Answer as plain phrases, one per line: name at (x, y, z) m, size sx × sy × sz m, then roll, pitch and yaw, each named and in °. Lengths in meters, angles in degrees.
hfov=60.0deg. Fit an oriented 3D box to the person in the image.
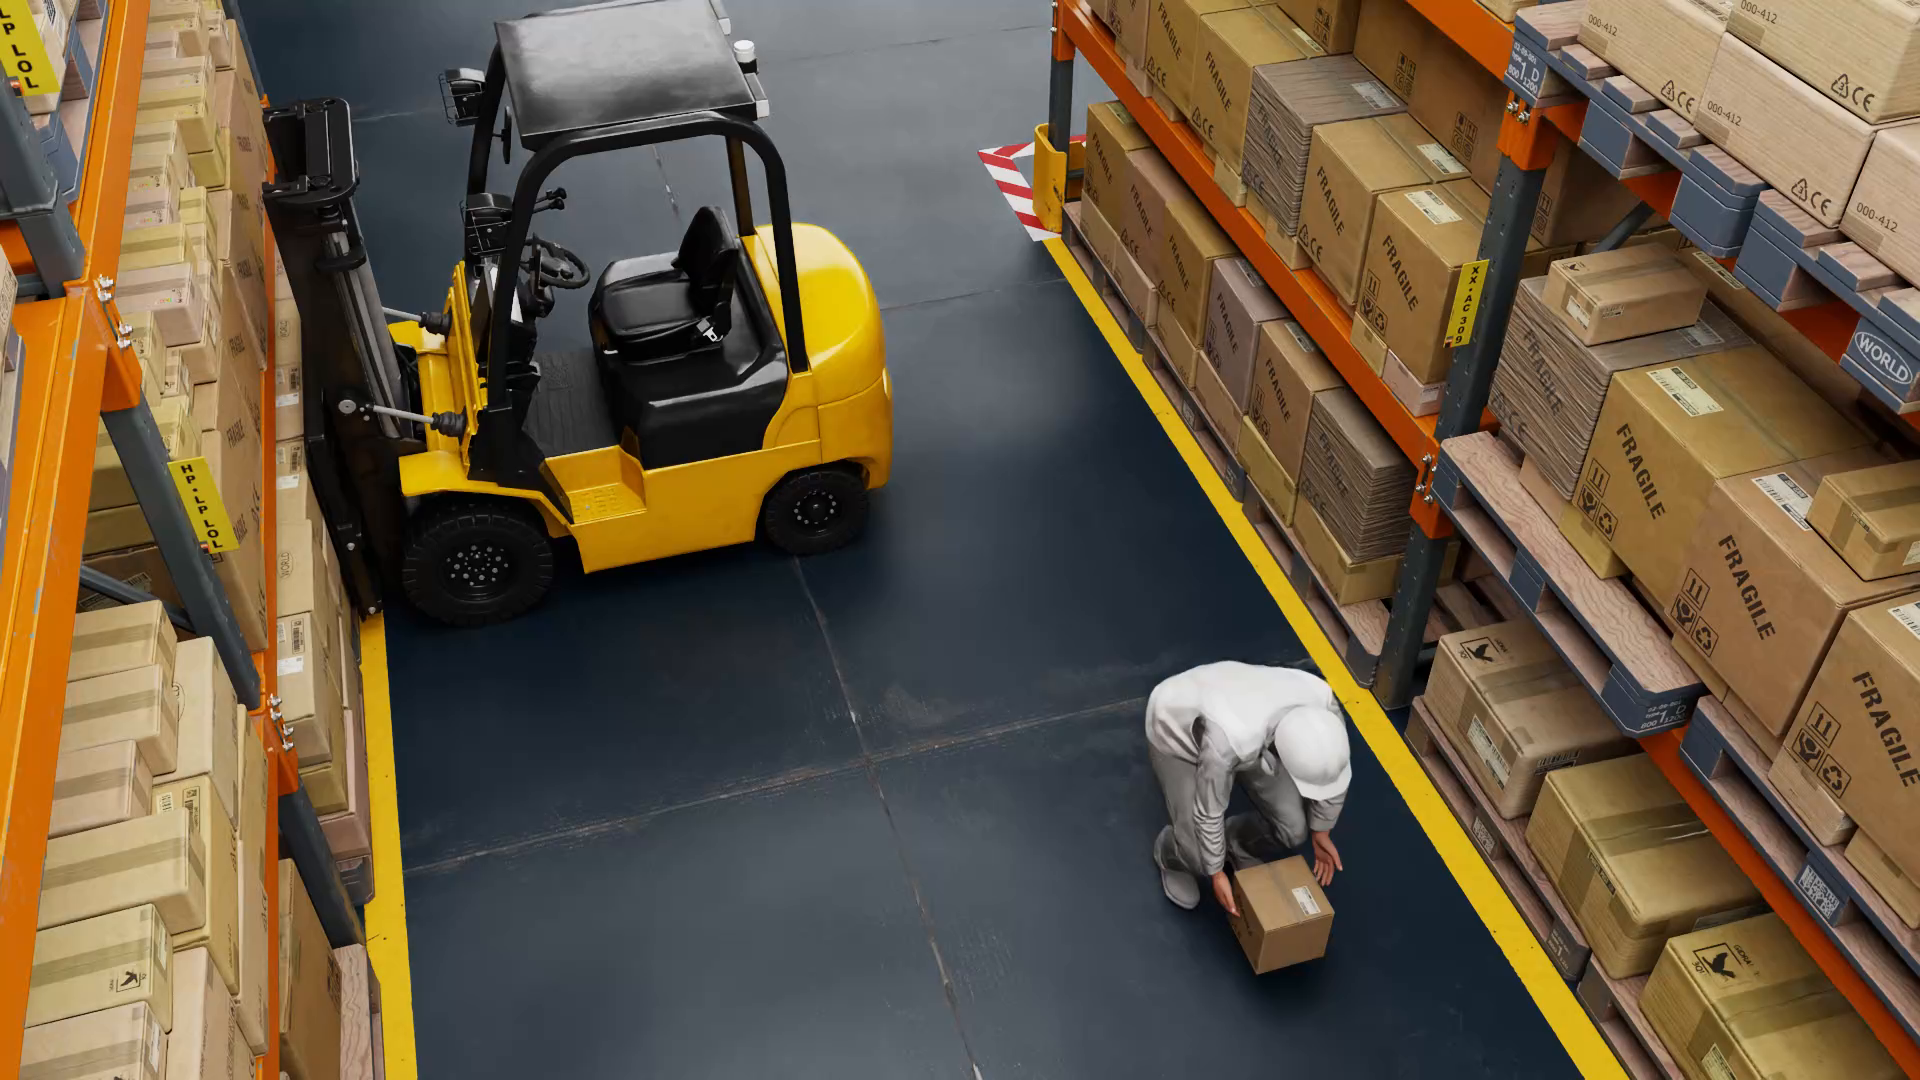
person at (0.985, 0.806, 5.658) m, size 0.575 × 1.222 × 0.843 m, roll -12°, pitch 43°, yaw -13°
